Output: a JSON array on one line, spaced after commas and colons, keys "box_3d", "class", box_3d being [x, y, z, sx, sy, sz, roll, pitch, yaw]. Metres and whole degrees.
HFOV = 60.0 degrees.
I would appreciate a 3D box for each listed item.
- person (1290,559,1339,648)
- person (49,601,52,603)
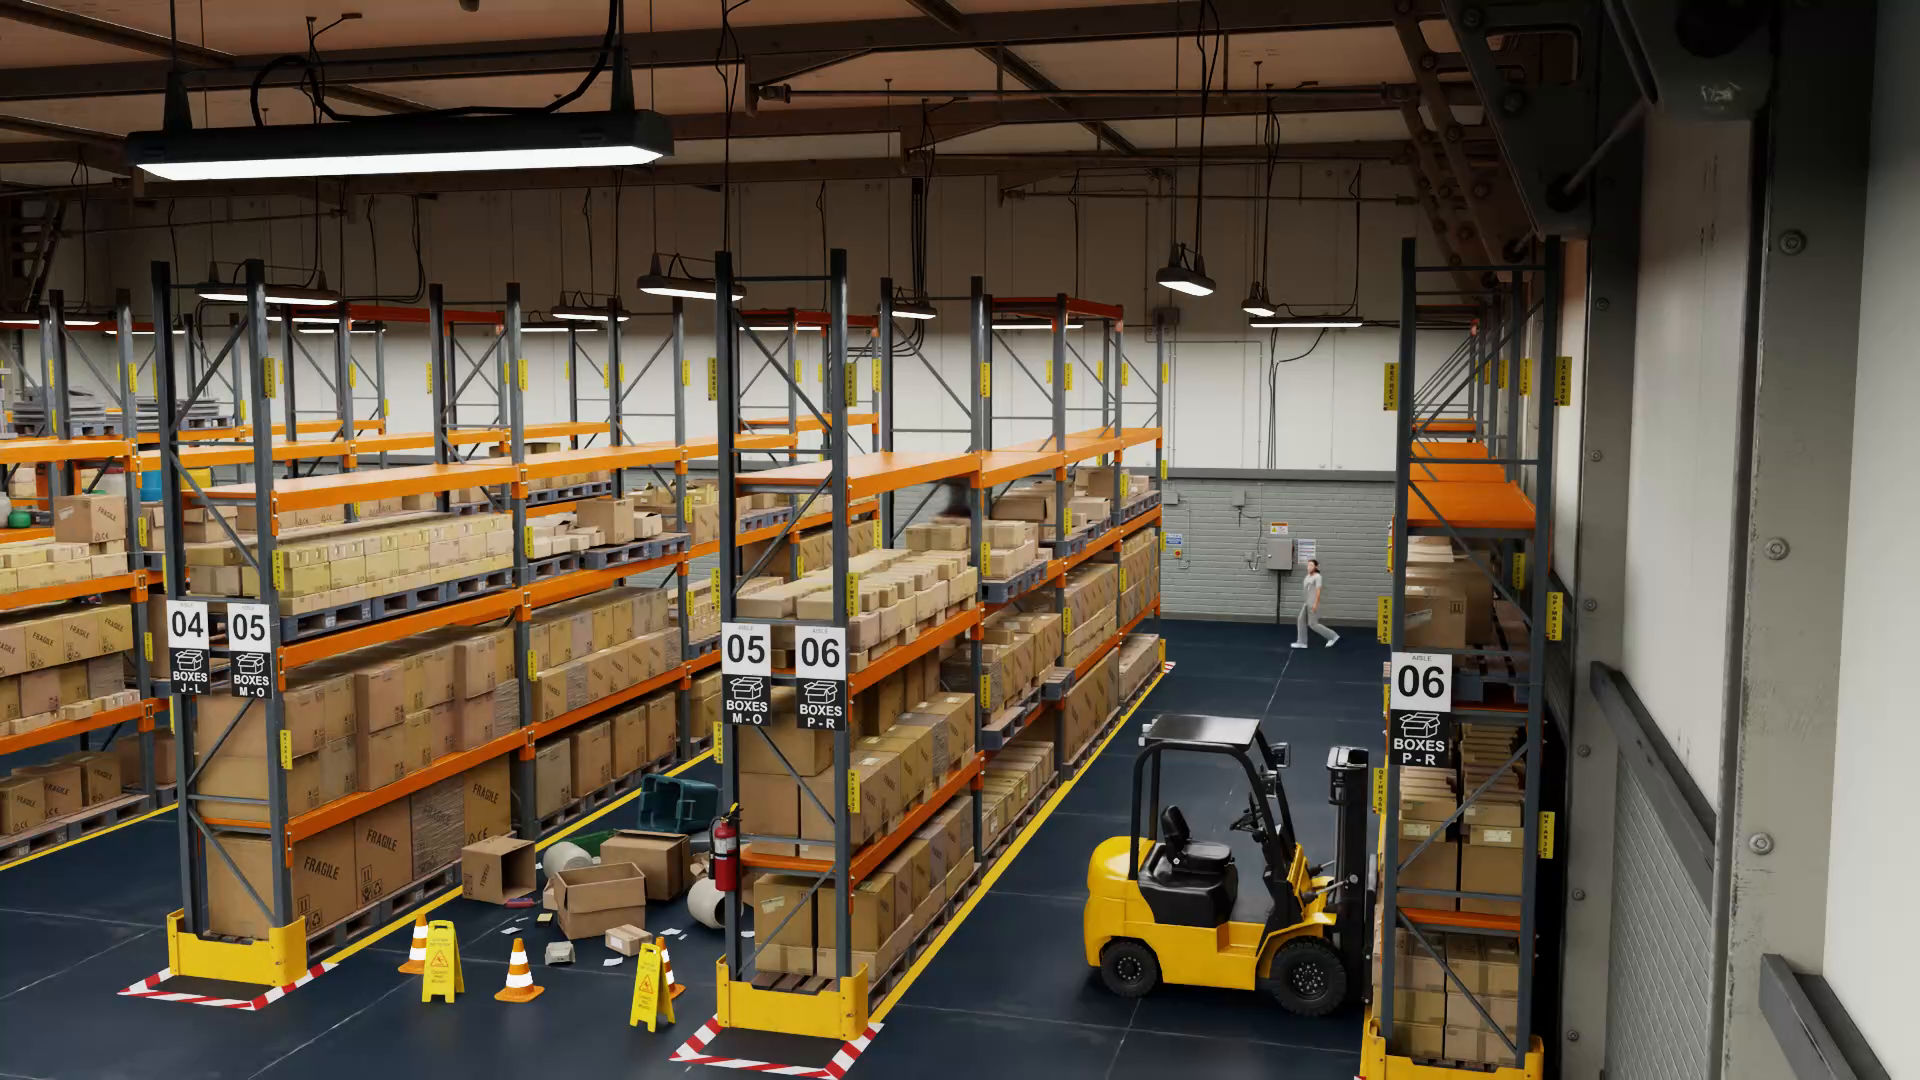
[{"box_3d": [6.435, 1.158, 30.114, 0.855, 1.632, 0.472, 1, 6, 8], "class": "person"}, {"box_3d": [-14.796, 1.472, 27.066, 0.403, 1.768, 0.561, 1, 6, 12], "class": "person"}]
